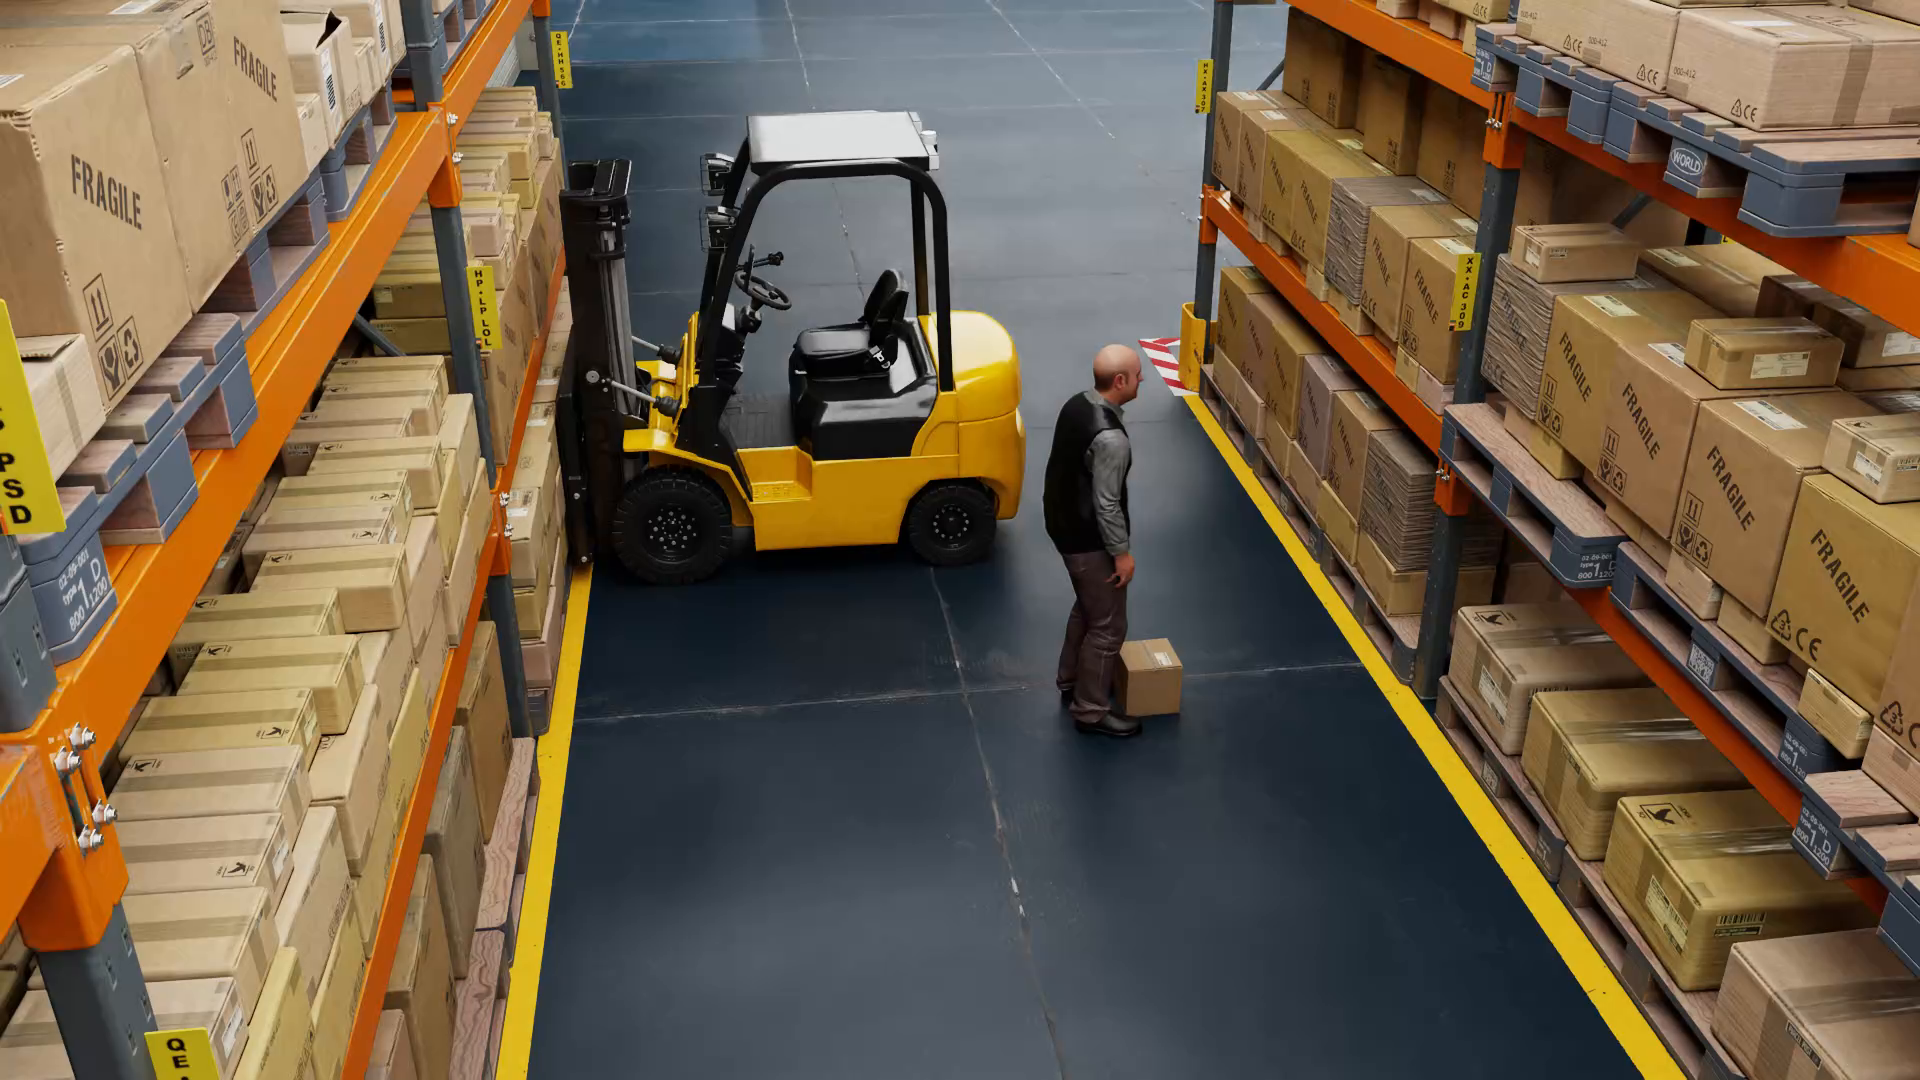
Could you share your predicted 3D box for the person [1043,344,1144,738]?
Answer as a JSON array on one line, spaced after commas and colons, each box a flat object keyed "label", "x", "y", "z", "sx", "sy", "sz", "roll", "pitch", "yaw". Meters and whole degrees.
[{"label": "person", "x": 0.569, "y": -0.014, "z": 7.169, "sx": 0.412, "sy": 1.722, "sz": 0.591, "roll": -5, "pitch": 27, "yaw": -9}]
